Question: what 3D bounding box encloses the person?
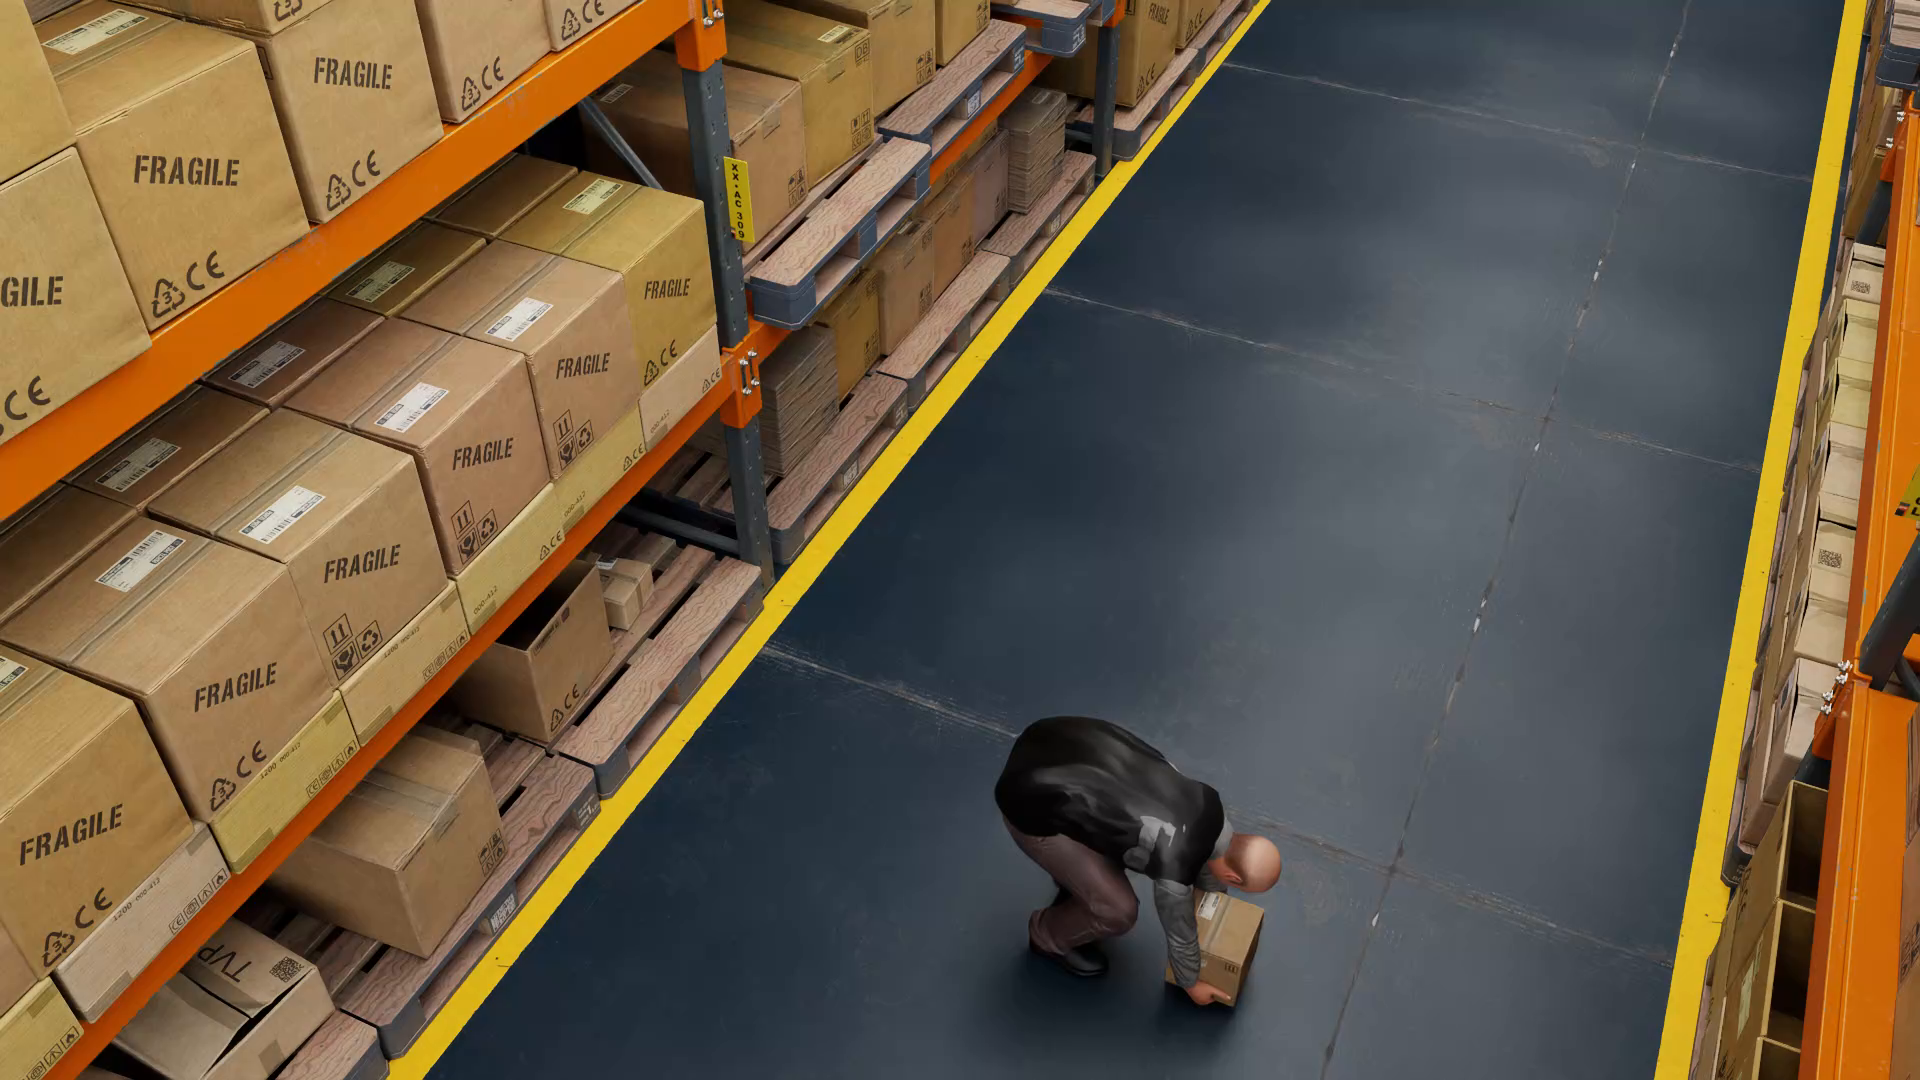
[{"bbox_3d":[0.633,1.016,5.490,0.959,1.123,0.466,16,44,17],"label":"person"}]
